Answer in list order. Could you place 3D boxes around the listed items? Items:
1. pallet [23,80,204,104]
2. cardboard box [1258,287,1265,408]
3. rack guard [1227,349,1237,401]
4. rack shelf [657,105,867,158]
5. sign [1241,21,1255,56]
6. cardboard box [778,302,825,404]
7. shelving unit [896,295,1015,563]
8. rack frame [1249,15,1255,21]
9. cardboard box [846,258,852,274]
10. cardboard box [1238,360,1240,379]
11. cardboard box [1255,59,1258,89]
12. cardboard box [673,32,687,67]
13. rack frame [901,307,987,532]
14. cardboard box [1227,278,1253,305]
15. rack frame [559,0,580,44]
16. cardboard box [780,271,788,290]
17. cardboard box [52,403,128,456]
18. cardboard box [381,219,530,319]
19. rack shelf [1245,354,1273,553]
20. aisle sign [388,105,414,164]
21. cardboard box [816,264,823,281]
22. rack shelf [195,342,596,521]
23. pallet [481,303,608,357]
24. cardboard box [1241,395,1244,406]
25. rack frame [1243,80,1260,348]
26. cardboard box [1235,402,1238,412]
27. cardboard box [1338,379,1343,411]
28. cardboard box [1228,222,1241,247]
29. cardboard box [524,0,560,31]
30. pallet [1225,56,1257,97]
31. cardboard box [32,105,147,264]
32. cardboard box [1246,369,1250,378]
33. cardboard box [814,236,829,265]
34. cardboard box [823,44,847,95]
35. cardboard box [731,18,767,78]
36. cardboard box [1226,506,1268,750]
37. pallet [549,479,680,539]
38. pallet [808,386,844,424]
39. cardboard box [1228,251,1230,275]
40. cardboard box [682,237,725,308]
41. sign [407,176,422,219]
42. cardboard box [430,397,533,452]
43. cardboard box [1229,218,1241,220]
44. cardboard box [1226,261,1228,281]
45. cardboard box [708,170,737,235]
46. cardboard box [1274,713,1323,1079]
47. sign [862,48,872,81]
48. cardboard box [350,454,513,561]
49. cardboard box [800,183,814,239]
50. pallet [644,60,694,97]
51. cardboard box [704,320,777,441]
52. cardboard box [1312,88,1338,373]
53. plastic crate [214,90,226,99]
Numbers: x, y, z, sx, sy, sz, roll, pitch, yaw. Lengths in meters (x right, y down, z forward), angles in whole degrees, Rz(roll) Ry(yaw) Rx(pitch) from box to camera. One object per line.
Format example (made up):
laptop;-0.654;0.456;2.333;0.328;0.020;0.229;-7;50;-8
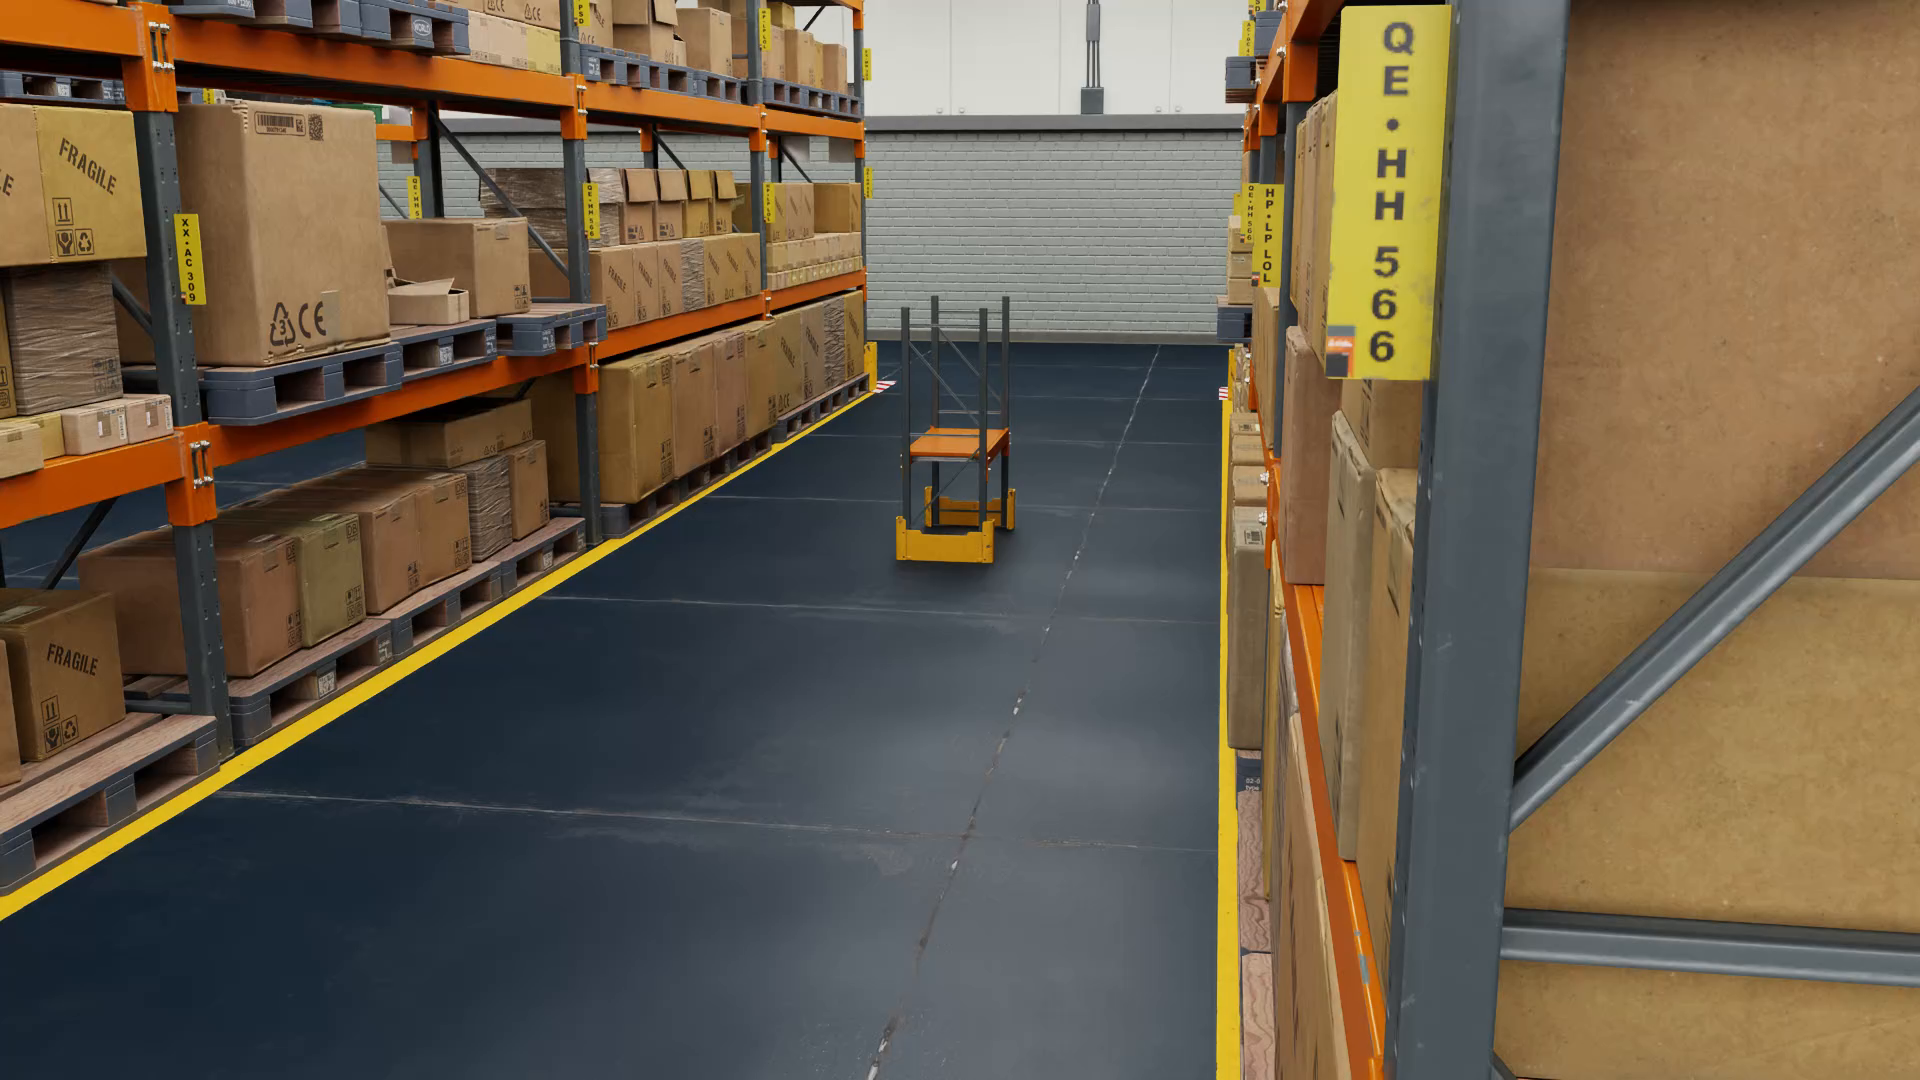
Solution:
pallet;-7.041;-3.651;13.643;1.213;0.211;1.003;2;12;9
cardboard box;1.504;-0.812;6.906;0.500;0.500;0.500;2;12;9
rack guard;3.366;-1.696;17.177;1.175;0.500;0.348;2;12;9
rack shelf;-1.815;-3.814;15.658;1.077;0.370;4.000;2;12;9
sign;2.225;-3.836;12.827;0.100;0.325;0.005;2;12;9
cardboard box;-1.804;-1.772;15.641;0.875;0.875;0.875;2;12;9
shelving unit;-0.012;-0.717;10.262;0.587;1.500;1.083;2;12;9
rack frame;3.378;-5.867;16.355;1.000;3.000;0.127;2;12;9
cardboard box;-1.315;-2.801;16.968;0.380;0.149;0.250;2;12;9
cardboard box;2.659;-1.504;14.708;0.380;0.149;0.250;1;12;6
cardboard box;2.129;-3.119;10.490;0.500;0.500;0.500;2;12;9
cardboard box;-2.380;-3.686;12.569;0.500;0.311;0.500;1;12;7
rack frame;-0.091;-0.610;9.762;0.500;1.500;0.032;2;12;9
cardboard box;1.769;-1.469;9.787;0.380;0.149;0.250;2;12;10
rack frame;-2.738;-4.383;9.471;1.000;3.000;0.127;2;12;9
cardboard box;-1.708;-2.266;14.482;0.380;0.149;0.250;1;12;7
cardboard box;-3.144;-0.389;5.774;0.380;0.149;0.250;2;12;9
cardboard box;-2.769;-1.471;8.966;0.700;0.500;0.500;4;13;17
rack shelf;1.840;-0.500;7.403;1.077;0.370;4.000;2;12;9
aisle sign;-6.101;-4.552;18.326;0.394;0.787;0.004;2;12;9
cardboard box;-1.510;-2.535;15.735;0.380;0.149;0.250;2;12;7
rack shelf;-3.046;-0.682;8.247;1.077;0.370;4.000;2;12;9
pallet;-2.742;-1.205;9.419;1.213;0.211;1.003;2;12;9
cardboard box;2.307;-0.829;12.157;0.500;0.500;0.500;2;12;11
rack frame;2.763;-2.101;13.123;1.000;3.000;0.127;2;12;9
cardboard box;2.645;-1.221;14.809;0.380;0.149;0.250;2;12;9
cardboard box;1.243;-0.095;3.456;0.875;0.550;0.500;2;12;9
cardboard box;1.888;-1.921;10.475;0.380;0.149;0.250;2;12;10
cardboard box;-2.564;-3.102;9.225;0.500;0.500;0.500;2;12;10
pallet;2.406;-3.135;11.244;1.213;0.211;1.003;2;12;9
cardboard box;-3.150;-1.198;5.616;0.500;0.500;0.500;2;12;9
cardboard box;2.154;-0.980;11.078;0.500;0.250;0.500;2;12;10
cardboard box;-1.553;-2.758;15.821;0.500;0.250;0.500;2;12;9
cardboard box;-1.535;-4.775;16.938;0.700;0.500;0.500;1;12;5
cardboard box;-2.062;-4.217;14.350;0.700;0.500;0.500;1;12;5
cardboard box;1.539;0.326;6.202;1.050;0.750;0.750;2;12;8
pallet;-2.542;-0.249;11.147;1.003;0.211;1.213;2;12;9
pallet;-1.743;-1.330;16.165;1.003;0.211;1.213;2;12;9
cardboard box;1.813;-1.670;10.014;0.380;0.149;0.250;2;12;11
cardboard box;-2.081;-2.014;12.480;0.500;0.500;0.500;2;12;8
sign;-3.287;-2.034;10.061;0.100;0.325;0.005;2;12;9
cardboard box;-2.811;-0.669;9.589;0.500;0.250;0.500;2;12;11
cardboard box;2.089;-2.191;11.726;0.380;0.149;0.250;2;12;8
cardboard box;2.090;-1.902;11.796;0.380;0.149;0.250;1;12;6
cardboard box;-2.213;-2.689;13.232;0.797;0.503;0.637;2;12;7
cardboard box;1.089;0.904;3.227;0.875;0.875;0.875;2;12;8
sign;-0.974;-4.956;17.334;0.100;0.325;0.005;2;12;9
cardboard box;-2.894;-0.187;9.132;0.700;0.500;0.500;1;12;4
cardboard box;-1.638;-3.024;15.274;0.500;0.500;0.500;1;12;7
pallet;-2.522;-3.193;11.517;1.003;0.211;1.213;2;12;11
cardboard box;-2.201;-1.316;13.525;1.225;0.875;0.875;2;12;9
cardboard box;1.179;-0.625;3.352;0.875;0.550;0.500;2;12;9
plastic crate;-7.047;-4.233;16.177;0.437;0.282;0.530;2;12;9
